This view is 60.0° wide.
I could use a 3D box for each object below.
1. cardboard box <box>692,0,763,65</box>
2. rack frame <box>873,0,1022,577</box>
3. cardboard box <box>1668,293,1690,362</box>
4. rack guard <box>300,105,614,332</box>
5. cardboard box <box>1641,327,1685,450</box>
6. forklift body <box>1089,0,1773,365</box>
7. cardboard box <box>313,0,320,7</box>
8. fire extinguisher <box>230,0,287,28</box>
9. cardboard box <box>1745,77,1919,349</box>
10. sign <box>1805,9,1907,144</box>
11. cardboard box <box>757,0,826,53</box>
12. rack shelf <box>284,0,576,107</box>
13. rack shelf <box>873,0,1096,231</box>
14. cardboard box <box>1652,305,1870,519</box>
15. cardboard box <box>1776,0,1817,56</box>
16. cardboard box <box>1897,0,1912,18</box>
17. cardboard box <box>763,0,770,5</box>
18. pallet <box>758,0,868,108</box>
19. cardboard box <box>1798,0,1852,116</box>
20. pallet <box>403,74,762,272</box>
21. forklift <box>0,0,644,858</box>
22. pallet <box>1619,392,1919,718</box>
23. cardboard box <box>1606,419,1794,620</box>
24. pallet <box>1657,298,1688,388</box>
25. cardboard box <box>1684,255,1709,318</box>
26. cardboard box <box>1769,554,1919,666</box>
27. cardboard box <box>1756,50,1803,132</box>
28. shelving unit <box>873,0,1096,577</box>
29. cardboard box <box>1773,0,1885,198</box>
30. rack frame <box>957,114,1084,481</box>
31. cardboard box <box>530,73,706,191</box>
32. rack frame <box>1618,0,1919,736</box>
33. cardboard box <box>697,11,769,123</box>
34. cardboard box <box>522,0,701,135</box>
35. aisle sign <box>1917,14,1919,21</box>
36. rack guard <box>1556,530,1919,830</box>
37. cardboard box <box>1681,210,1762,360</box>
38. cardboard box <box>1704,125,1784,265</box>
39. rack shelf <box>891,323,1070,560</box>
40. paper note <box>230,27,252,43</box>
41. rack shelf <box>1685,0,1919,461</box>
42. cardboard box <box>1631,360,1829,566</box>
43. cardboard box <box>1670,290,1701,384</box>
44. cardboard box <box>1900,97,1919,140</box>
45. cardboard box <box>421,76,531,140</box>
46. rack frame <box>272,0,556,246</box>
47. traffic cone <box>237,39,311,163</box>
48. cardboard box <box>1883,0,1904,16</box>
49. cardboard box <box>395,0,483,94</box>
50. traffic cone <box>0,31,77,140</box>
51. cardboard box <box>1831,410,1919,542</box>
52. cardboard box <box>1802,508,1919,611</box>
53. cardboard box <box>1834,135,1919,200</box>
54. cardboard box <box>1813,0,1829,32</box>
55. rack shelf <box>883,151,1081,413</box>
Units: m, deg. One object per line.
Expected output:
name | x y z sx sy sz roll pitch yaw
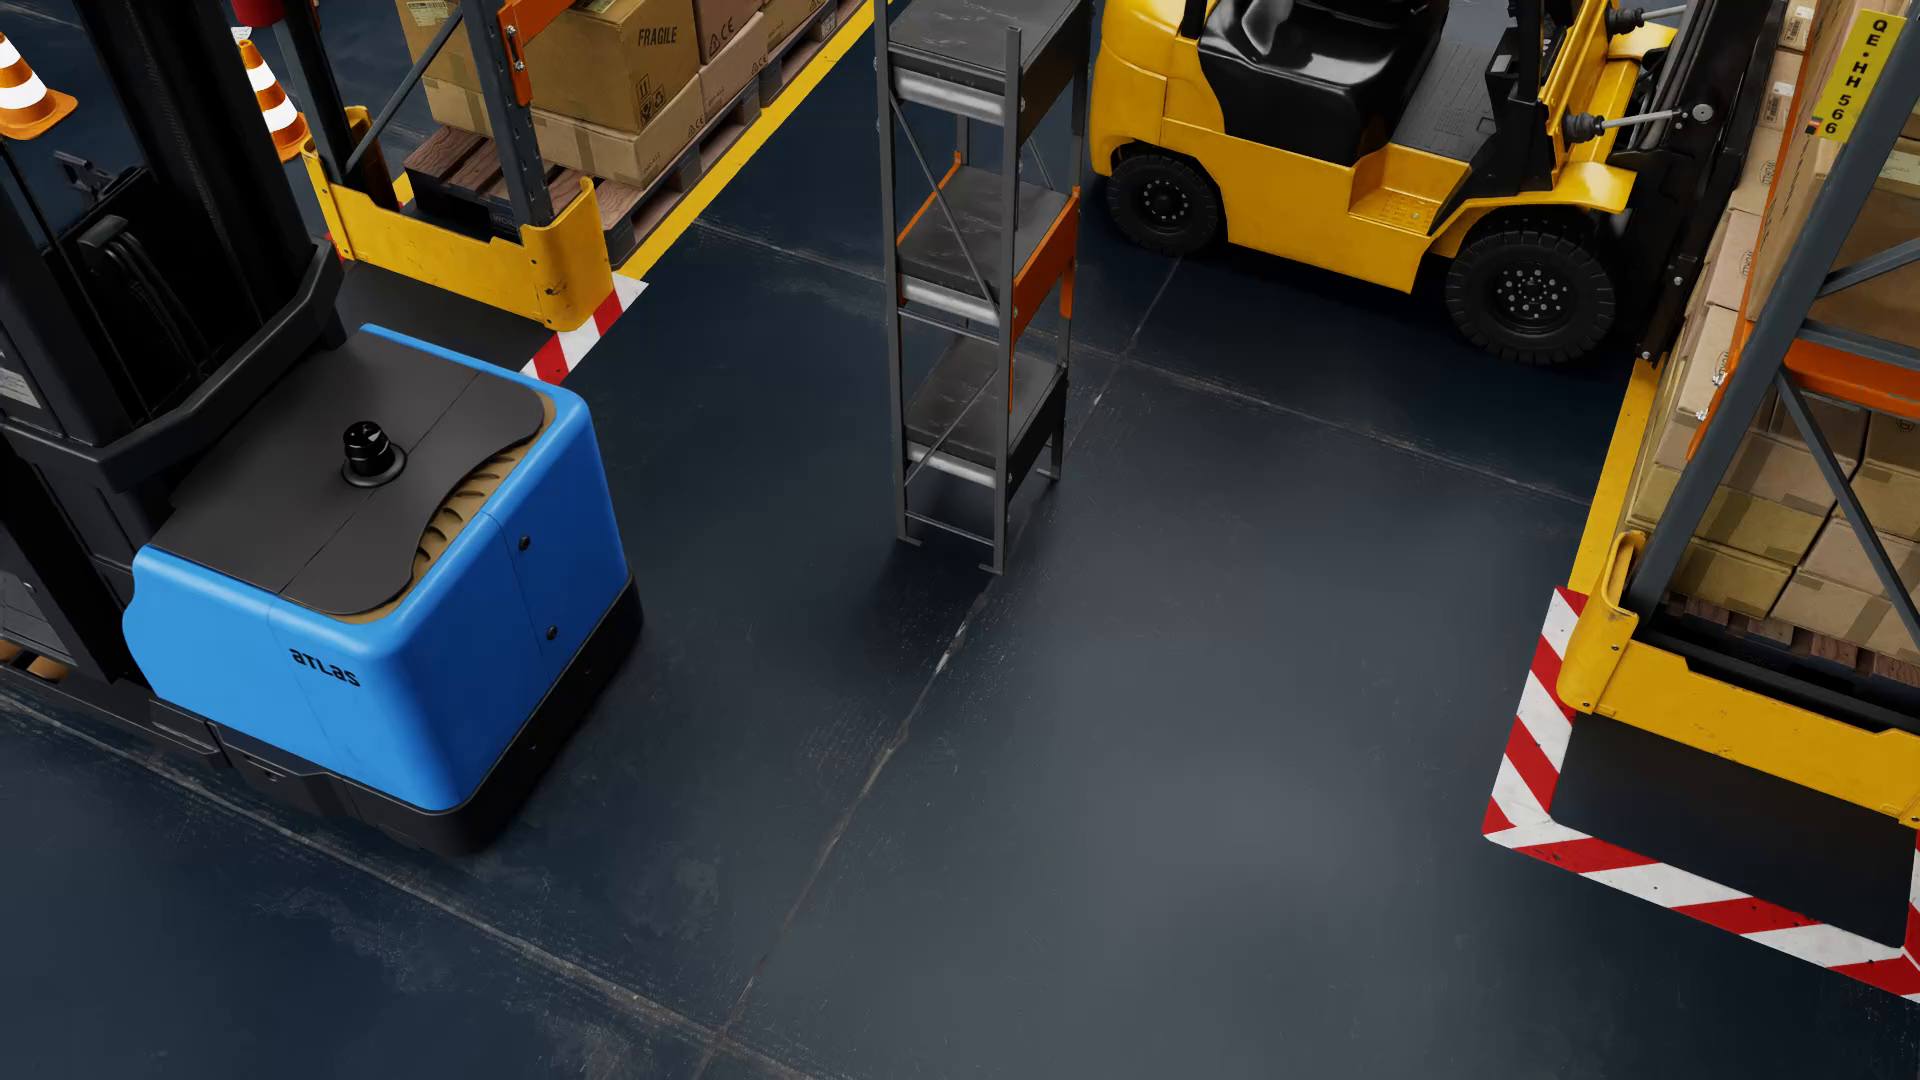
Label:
cardboard box | -1.162 -2.347 6.815 0.500 0.500 0.500 18 52 15
rack frame | -0.034 -0.626 4.904 0.400 2.100 0.015 20 52 16
cardboard box | 2.862 -0.756 5.953 0.500 0.250 0.500 20 53 16
rack guard | -1.953 -1.258 6.492 1.175 0.500 0.348 20 52 16
cardboard box | 2.640 -0.414 5.663 0.500 0.250 0.500 20 52 16
forklift body | 1.664 -2.028 6.063 2.313 2.155 1.214 20 52 16
cardboard box | -3.252 -2.651 7.908 0.250 0.149 0.380 -28 55 -22
fire extinguisher | -2.451 -2.062 5.586 0.296 0.674 0.183 20 52 16
cardboard box | 2.477 -0.860 4.447 0.500 0.500 0.500 19 52 15
sign | 2.019 -1.042 3.751 0.100 0.325 0.005 20 52 16
cardboard box | -0.944 -2.455 7.399 0.500 0.250 0.500 23 53 18
rack shelf | -1.131 -3.160 6.942 1.077 0.370 4.000 20 52 16
rack shelf | 0.071 -1.239 4.525 0.431 0.518 0.480 20 52 16
cardboard box | 2.419 -0.391 4.986 0.500 0.250 0.500 21 53 17
cardboard box | 3.293 -1.801 6.186 0.500 0.250 0.500 21 53 17
cardboard box | 2.544 -1.238 4.147 0.380 0.149 0.250 20 52 16
cardboard box | -0.940 -2.690 7.107 0.500 0.500 0.500 21 53 17
pallet | -1.052 -2.550 7.781 1.003 0.211 1.213 20 52 16
cardboard box | 2.925 -1.567 5.048 0.500 0.500 0.500 19 52 15
pallet | -1.574 -1.712 7.069 1.003 0.211 1.213 20 52 16
forklift | -2.595 -0.779 4.488 3.031 2.935 1.130 19 52 15
pallet | 2.793 -0.040 5.645 1.003 0.211 1.213 20 52 16
cardboard box | 2.419 -0.075 5.374 0.500 0.250 0.500 20 53 16
pallet | 3.315 -0.877 6.358 1.003 0.211 1.213 20 52 16
cardboard box | 2.855 -0.952 5.792 0.500 0.250 0.500 19 52 15
cardboard box | 2.890 0.077 5.245 0.500 0.250 0.500 20 52 16
cardboard box | 3.061 -1.442 5.880 0.500 0.250 0.500 19 52 15
shelving unit | 0.071 -0.794 5.047 0.431 2.100 0.503 20 52 16
cardboard box | 2.707 -1.214 4.748 0.500 0.500 0.500 21 53 17
rack frame | 0.175 -0.962 5.190 0.400 2.100 0.015 20 52 16
cardboard box | -1.391 -1.726 6.779 0.500 0.250 0.500 19 52 16
rack frame | 2.504 -0.403 4.124 1.000 3.000 0.127 20 52 16
cardboard box | -1.166 -2.075 7.076 0.500 0.250 0.500 22 53 17
cardboard box | -1.381 -1.986 6.508 0.500 0.500 0.500 18 52 15
aisle sign | 2.210 -1.296 3.176 0.394 0.787 0.004 20 52 16
rack guard | 2.494 0.423 5.062 1.175 0.500 0.348 20 52 16
cardboard box | 2.631 -0.745 5.287 0.500 0.250 0.500 21 53 17
cardboard box | 2.838 -1.095 5.586 0.500 0.250 0.500 20 53 17
rack shelf | 0.071 -0.332 5.591 0.431 0.518 0.480 20 52 16
paper note | -3.382 -2.352 7.731 0.148 0.019 0.142 4 50 3
rack shelf | 3.358 -1.547 5.570 1.077 0.370 4.000 20 52 16
cardboard box | 2.429 -0.247 5.192 0.500 0.250 0.500 19 52 16
cardboard box | 2.653 -0.589 5.483 0.500 0.250 0.500 19 52 16
cardboard box | 2.466 -1.058 3.994 0.380 0.149 0.250 20 52 16
cardboard box | -1.873 -1.922 6.945 0.500 0.250 0.500 20 52 16
rack frame | -1.986 -2.016 5.496 1.000 3.000 0.127 20 52 16
traffic cone | -2.968 -1.910 7.071 0.336 0.463 0.334 20 52 16
cardboard box | 2.631 -1.427 4.307 0.380 0.149 0.250 21 53 17
cardboard box | -1.879 -2.140 6.639 0.500 0.500 0.500 20 53 16
traffic cone | -4.117 -2.037 7.179 0.336 0.463 0.334 20 52 16
cardboard box | 2.880 -0.242 4.859 0.500 0.250 0.500 19 52 16
cardboard box | 2.893 -0.067 5.039 0.500 0.250 0.500 21 53 17
cardboard box | 2.399 -0.976 4.119 0.380 0.149 0.250 21 53 17
cardboard box | 3.130 -1.917 5.346 0.500 0.500 0.500 20 53 16
rack shelf | 0.071 -0.786 5.058 0.431 0.518 0.480 20 52 16
